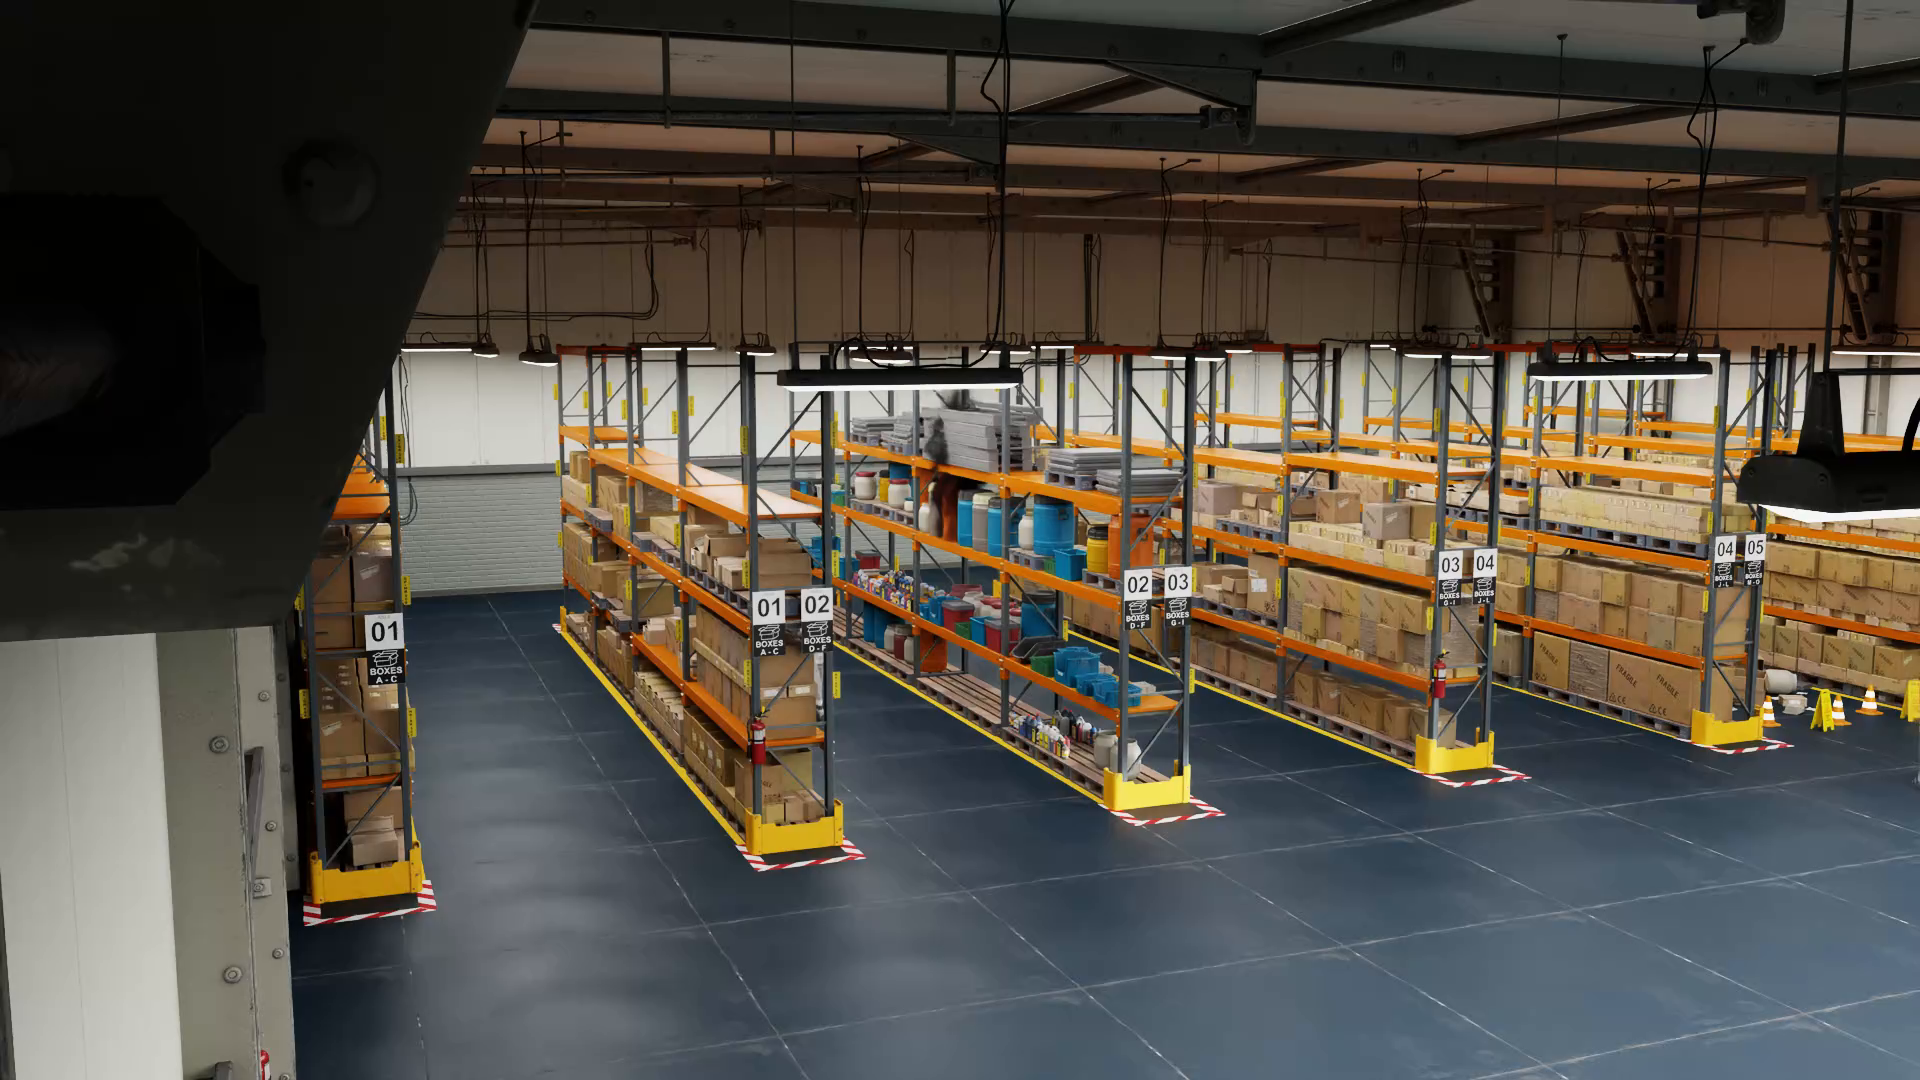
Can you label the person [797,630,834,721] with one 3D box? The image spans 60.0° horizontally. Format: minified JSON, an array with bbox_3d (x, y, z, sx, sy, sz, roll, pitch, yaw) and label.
[{"bbox_3d":[-2.349,2.024,26.908,0.663,1.787,0.902,-5,9,-33],"label":"person"}]
